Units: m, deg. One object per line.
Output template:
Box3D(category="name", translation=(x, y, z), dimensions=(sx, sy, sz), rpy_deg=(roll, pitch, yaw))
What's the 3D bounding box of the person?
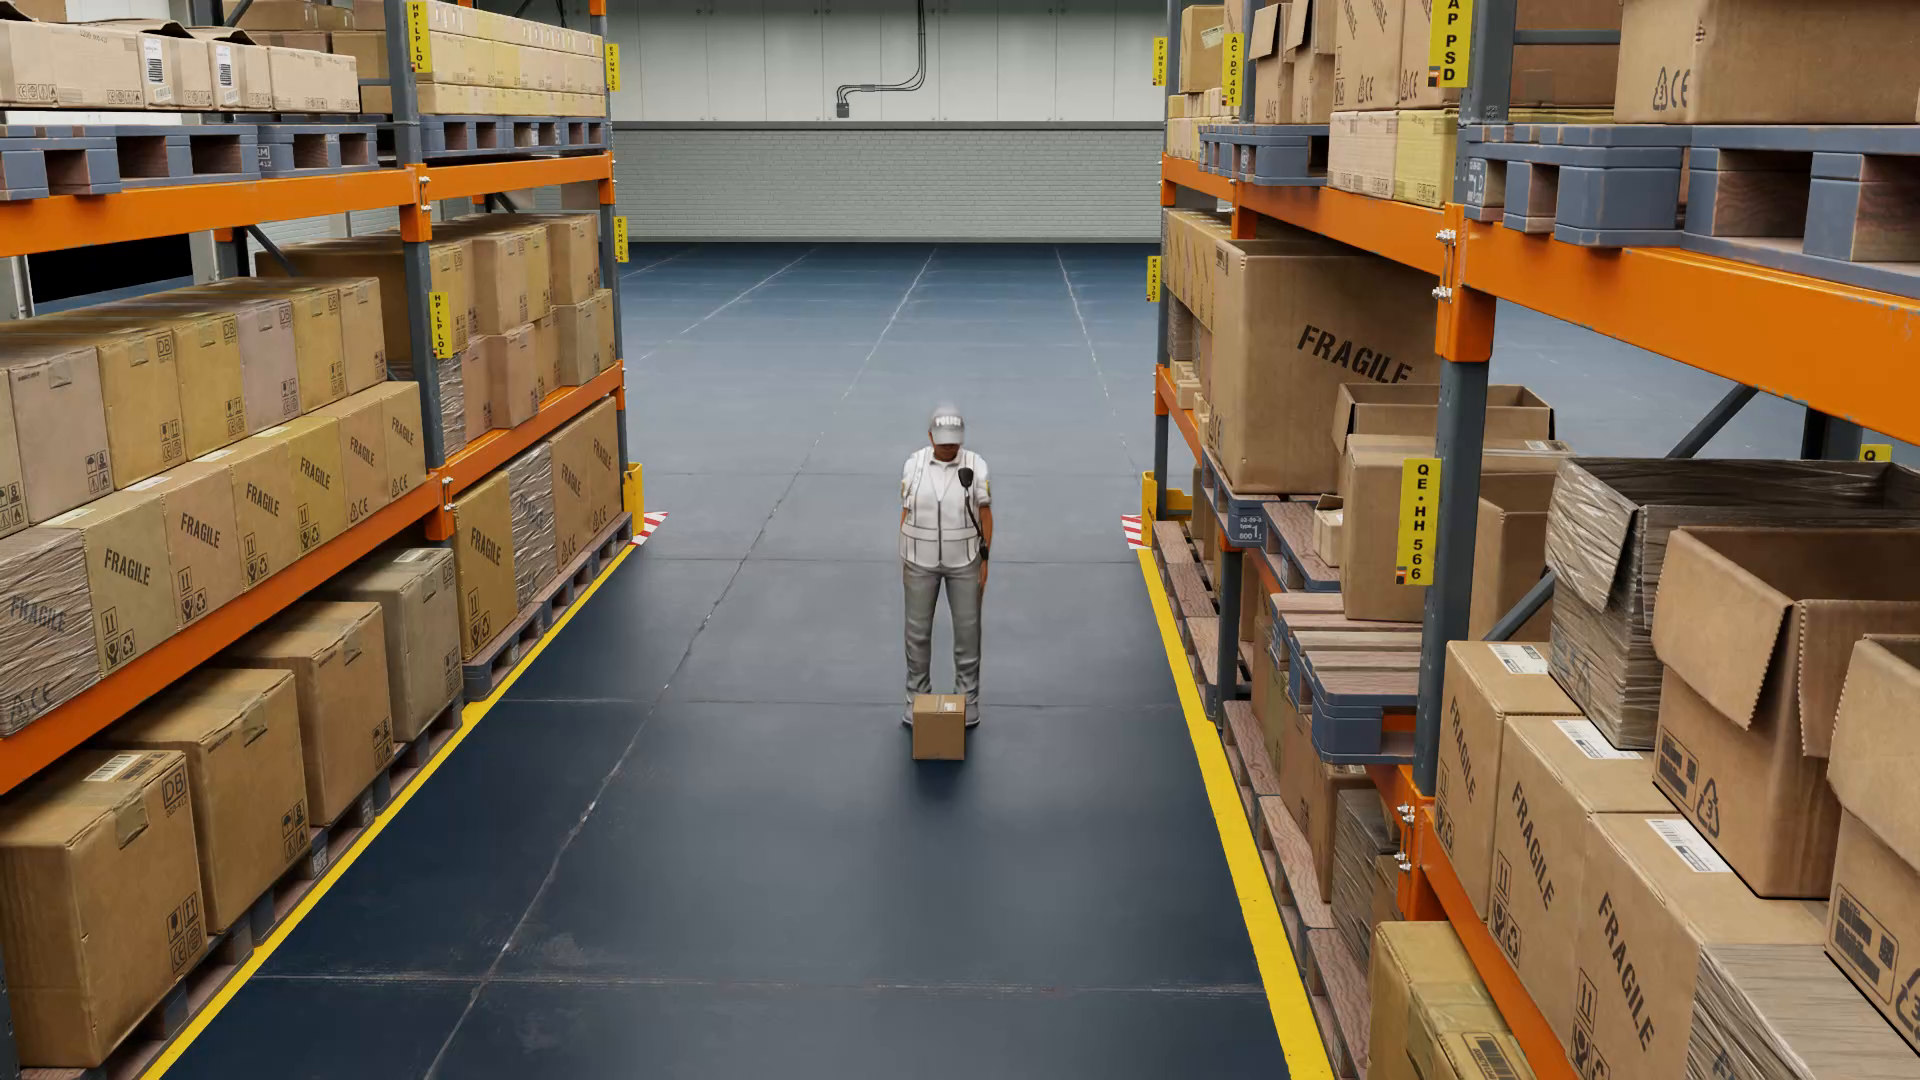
Box3D(category="person", translation=(-0.068, 0.130, 8.508), dimensions=(0.473, 1.656, 0.389), rpy_deg=(1, 14, 3))
